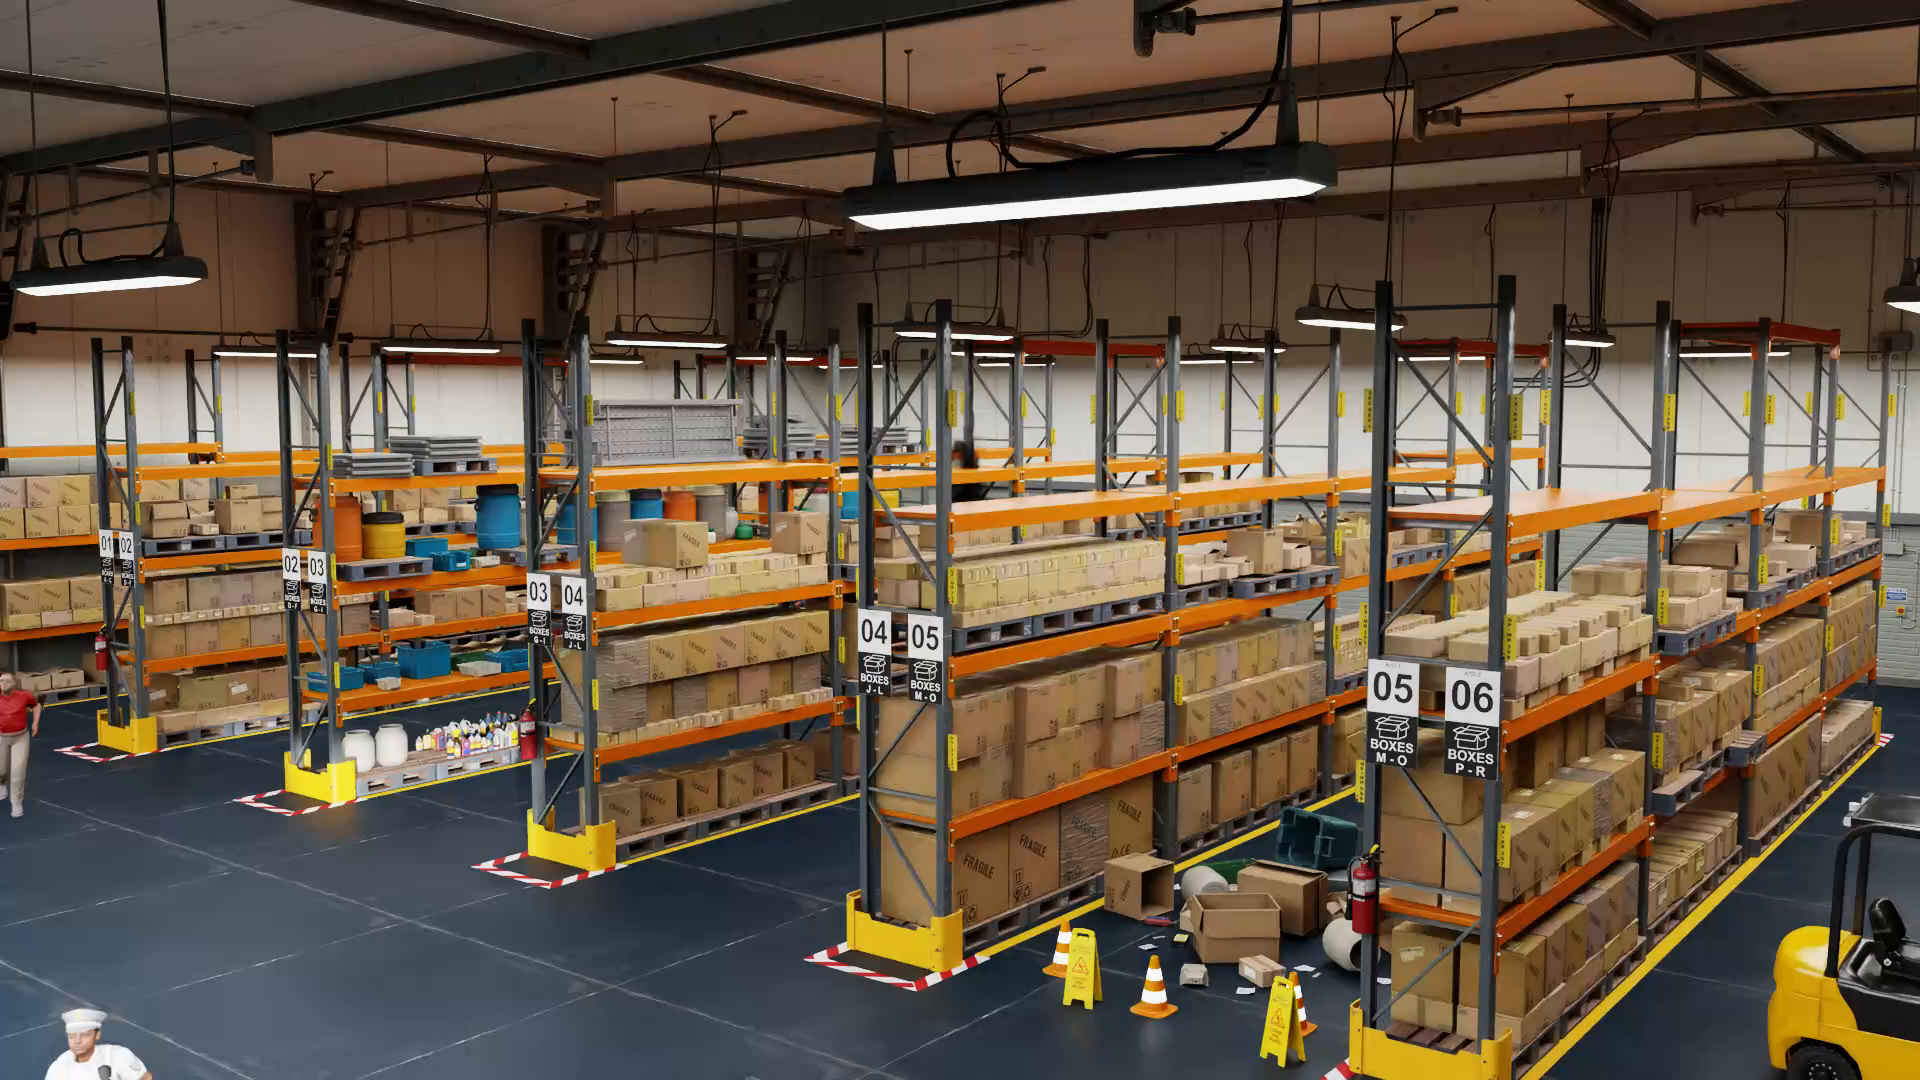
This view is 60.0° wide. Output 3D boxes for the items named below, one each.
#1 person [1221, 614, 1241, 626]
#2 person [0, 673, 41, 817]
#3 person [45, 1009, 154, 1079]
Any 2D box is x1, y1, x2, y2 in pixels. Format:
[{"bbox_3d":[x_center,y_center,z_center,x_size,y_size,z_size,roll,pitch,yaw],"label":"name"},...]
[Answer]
[{"bbox_3d":[4.388,1.961,26.783,0.669,1.820,0.751,3,6,28],"label":"person"},{"bbox_3d":[-11.832,2.510,20.741,0.672,1.742,0.969,-2,6,-26],"label":"person"},{"bbox_3d":[-5.026,3.506,9.686,0.589,1.664,0.631,-1,5,-17],"label":"person"}]
